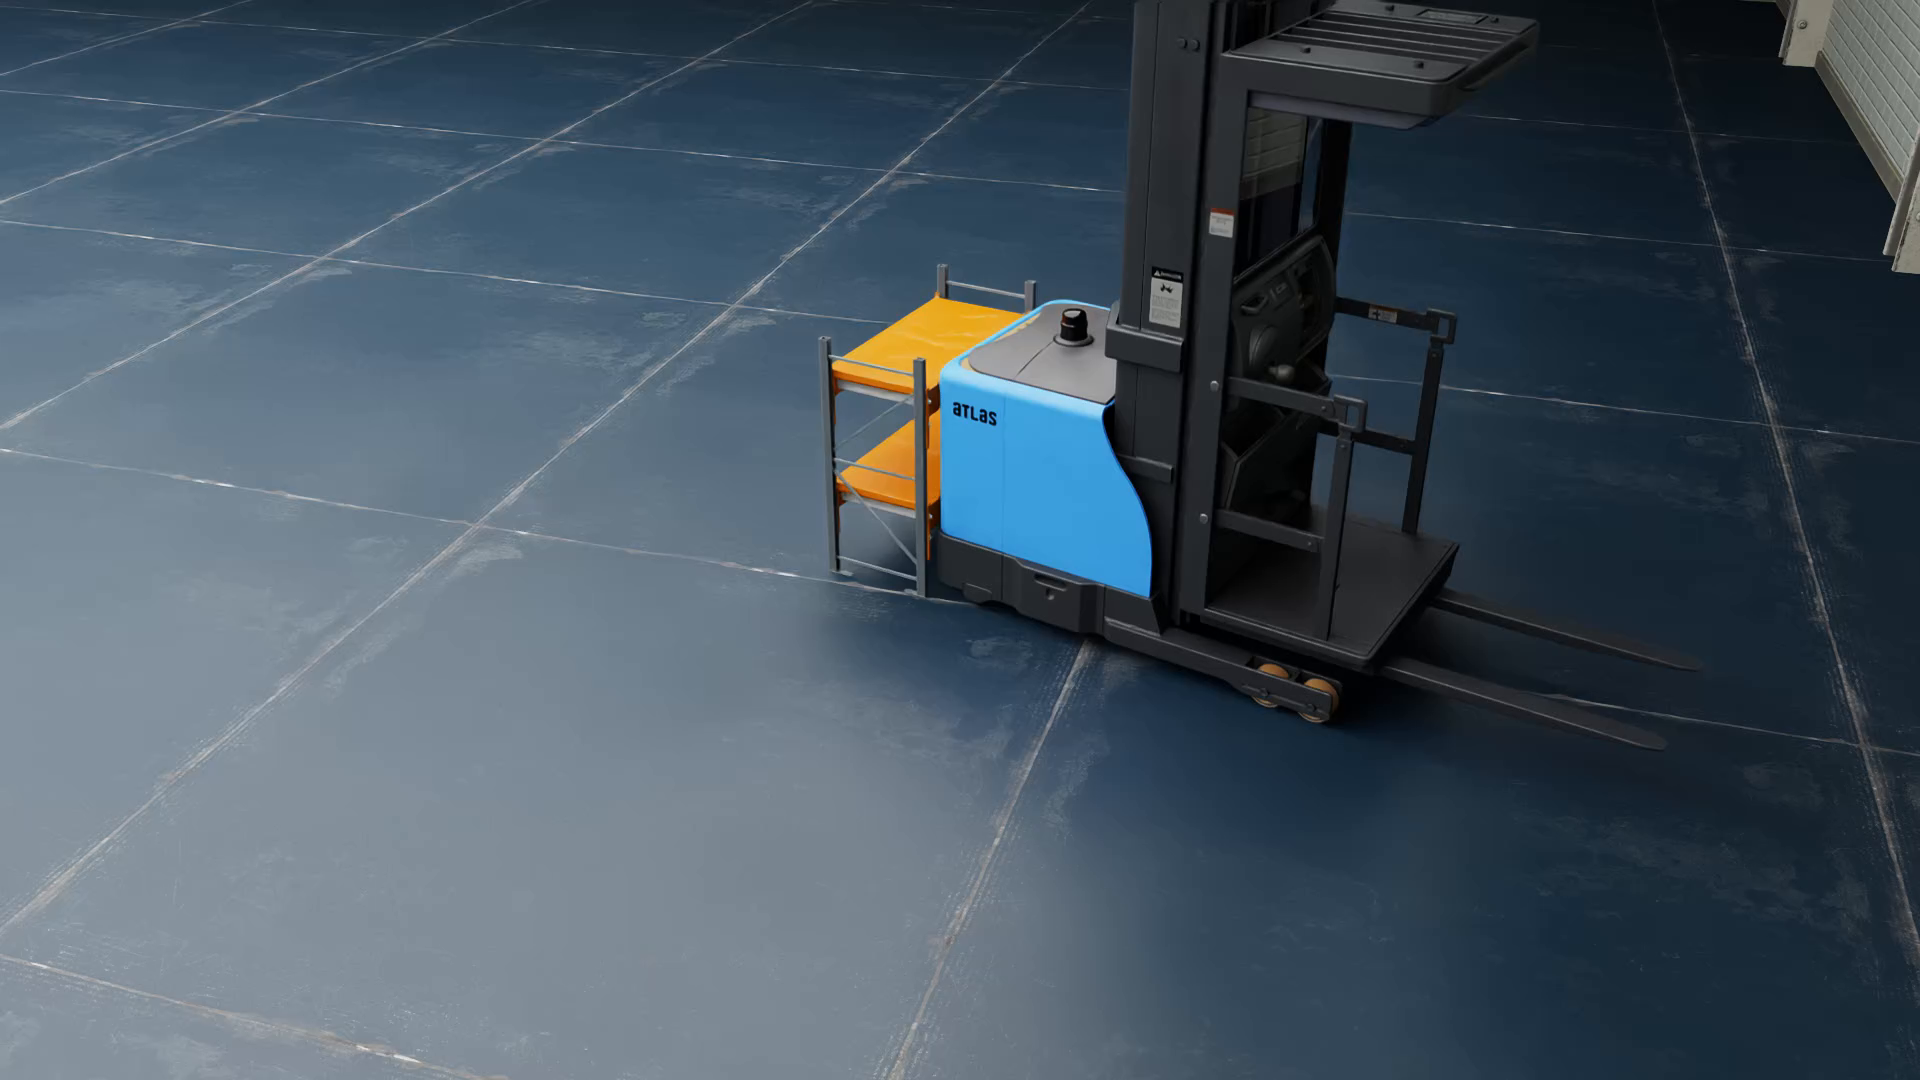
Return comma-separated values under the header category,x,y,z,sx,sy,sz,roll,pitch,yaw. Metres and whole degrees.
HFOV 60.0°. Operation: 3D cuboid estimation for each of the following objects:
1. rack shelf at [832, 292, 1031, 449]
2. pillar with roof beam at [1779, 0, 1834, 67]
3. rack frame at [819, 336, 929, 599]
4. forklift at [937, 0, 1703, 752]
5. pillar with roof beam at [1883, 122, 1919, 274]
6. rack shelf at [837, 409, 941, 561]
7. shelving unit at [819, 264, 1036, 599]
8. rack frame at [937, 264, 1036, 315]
category,x,y,z,sx,sy,sz,roll,pitch,yaw
rack shelf,-0.122,-0.772,7.378,0.538,0.278,1.000,15,32,25
pillar with roof beam,3.979,-9.169,14.975,9.100,9.000,0.400,8,30,15
rack frame,-0.365,-0.299,7.130,0.500,1.125,0.032,15,32,25
forklift,1.419,-0.866,6.291,3.031,2.935,1.130,17,33,28
pillar with roof beam,2.218,-6.380,9.963,9.100,9.000,0.400,8,30,15
rack shelf,-0.122,-0.302,7.639,0.538,0.278,1.000,15,32,25
shelving unit,-0.122,-0.516,7.520,0.538,1.125,1.048,15,32,25
rack frame,0.120,-0.733,7.911,0.500,1.125,0.032,15,32,25
